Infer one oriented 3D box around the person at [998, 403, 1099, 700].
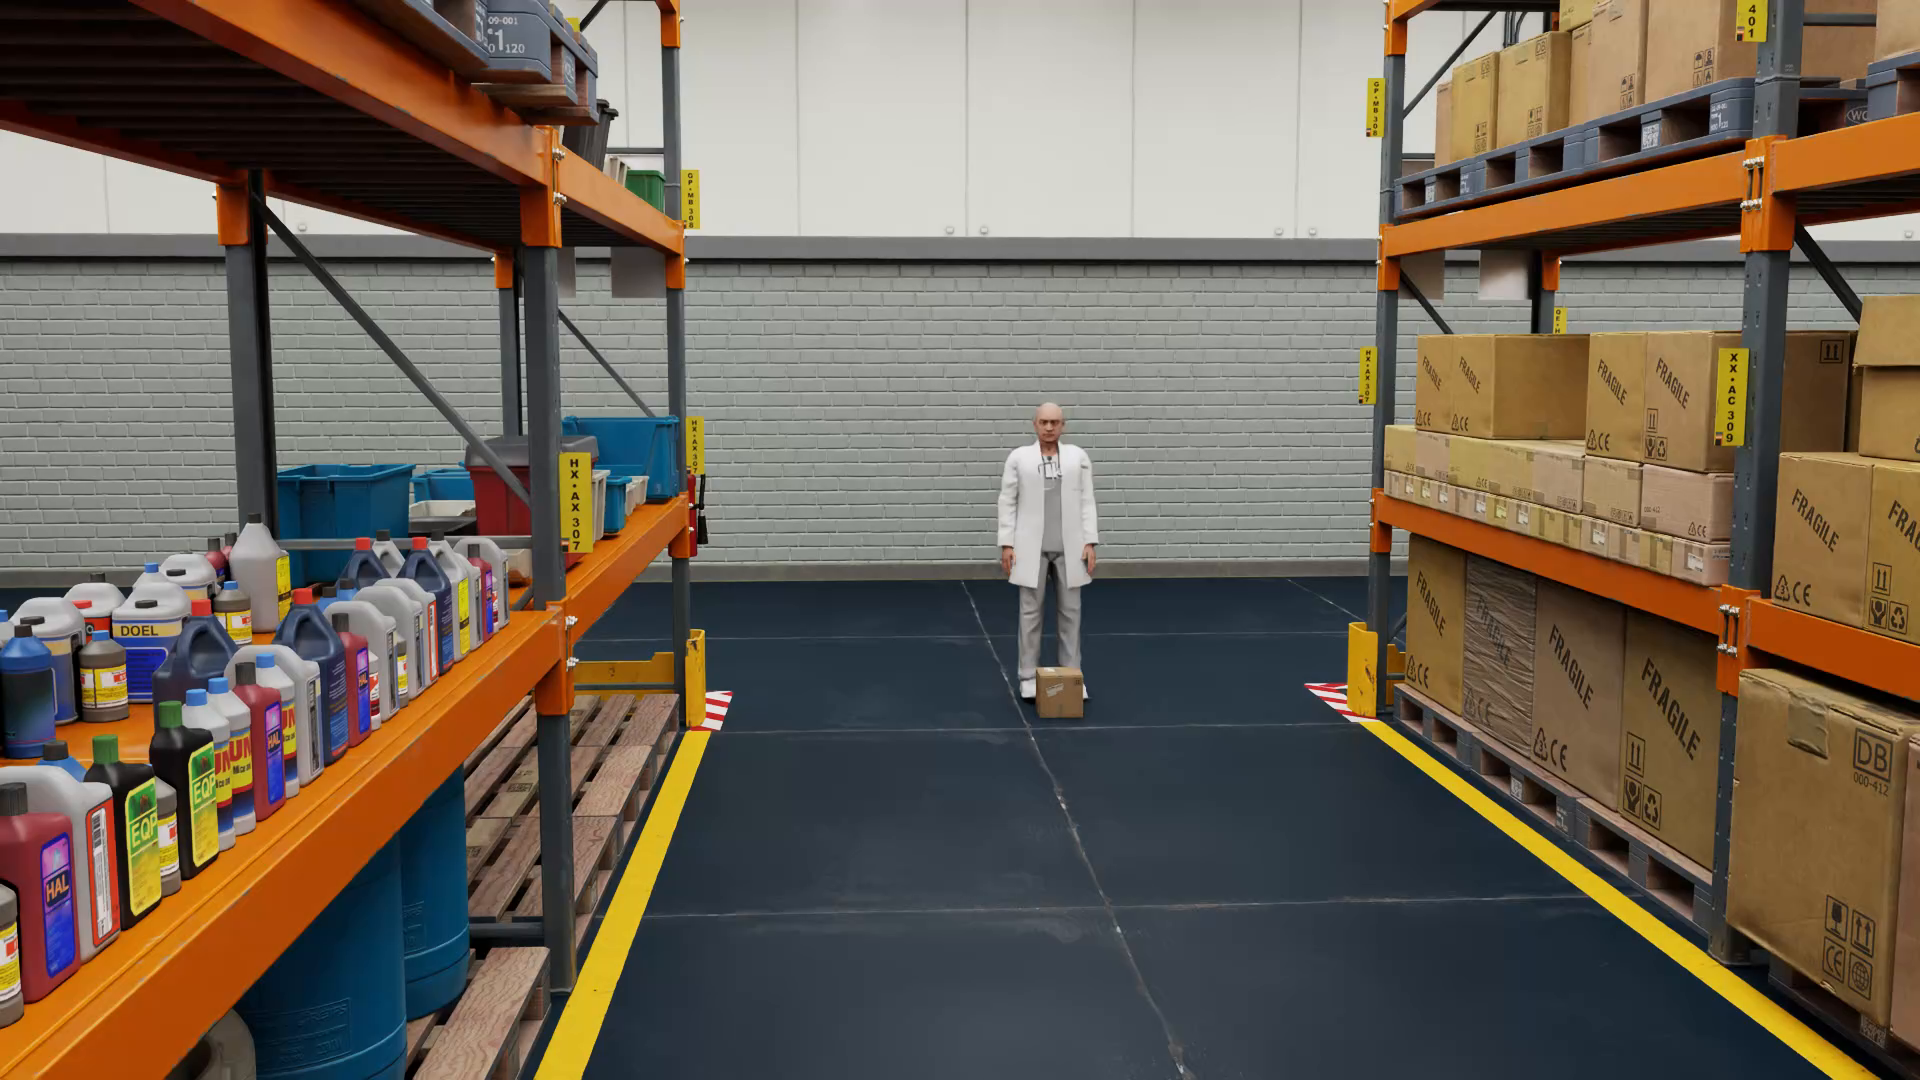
[{"bbox_3d":[0.544,0.067,10.113,0.619,1.791,0.463,0,7,-4],"label":"person"}]
